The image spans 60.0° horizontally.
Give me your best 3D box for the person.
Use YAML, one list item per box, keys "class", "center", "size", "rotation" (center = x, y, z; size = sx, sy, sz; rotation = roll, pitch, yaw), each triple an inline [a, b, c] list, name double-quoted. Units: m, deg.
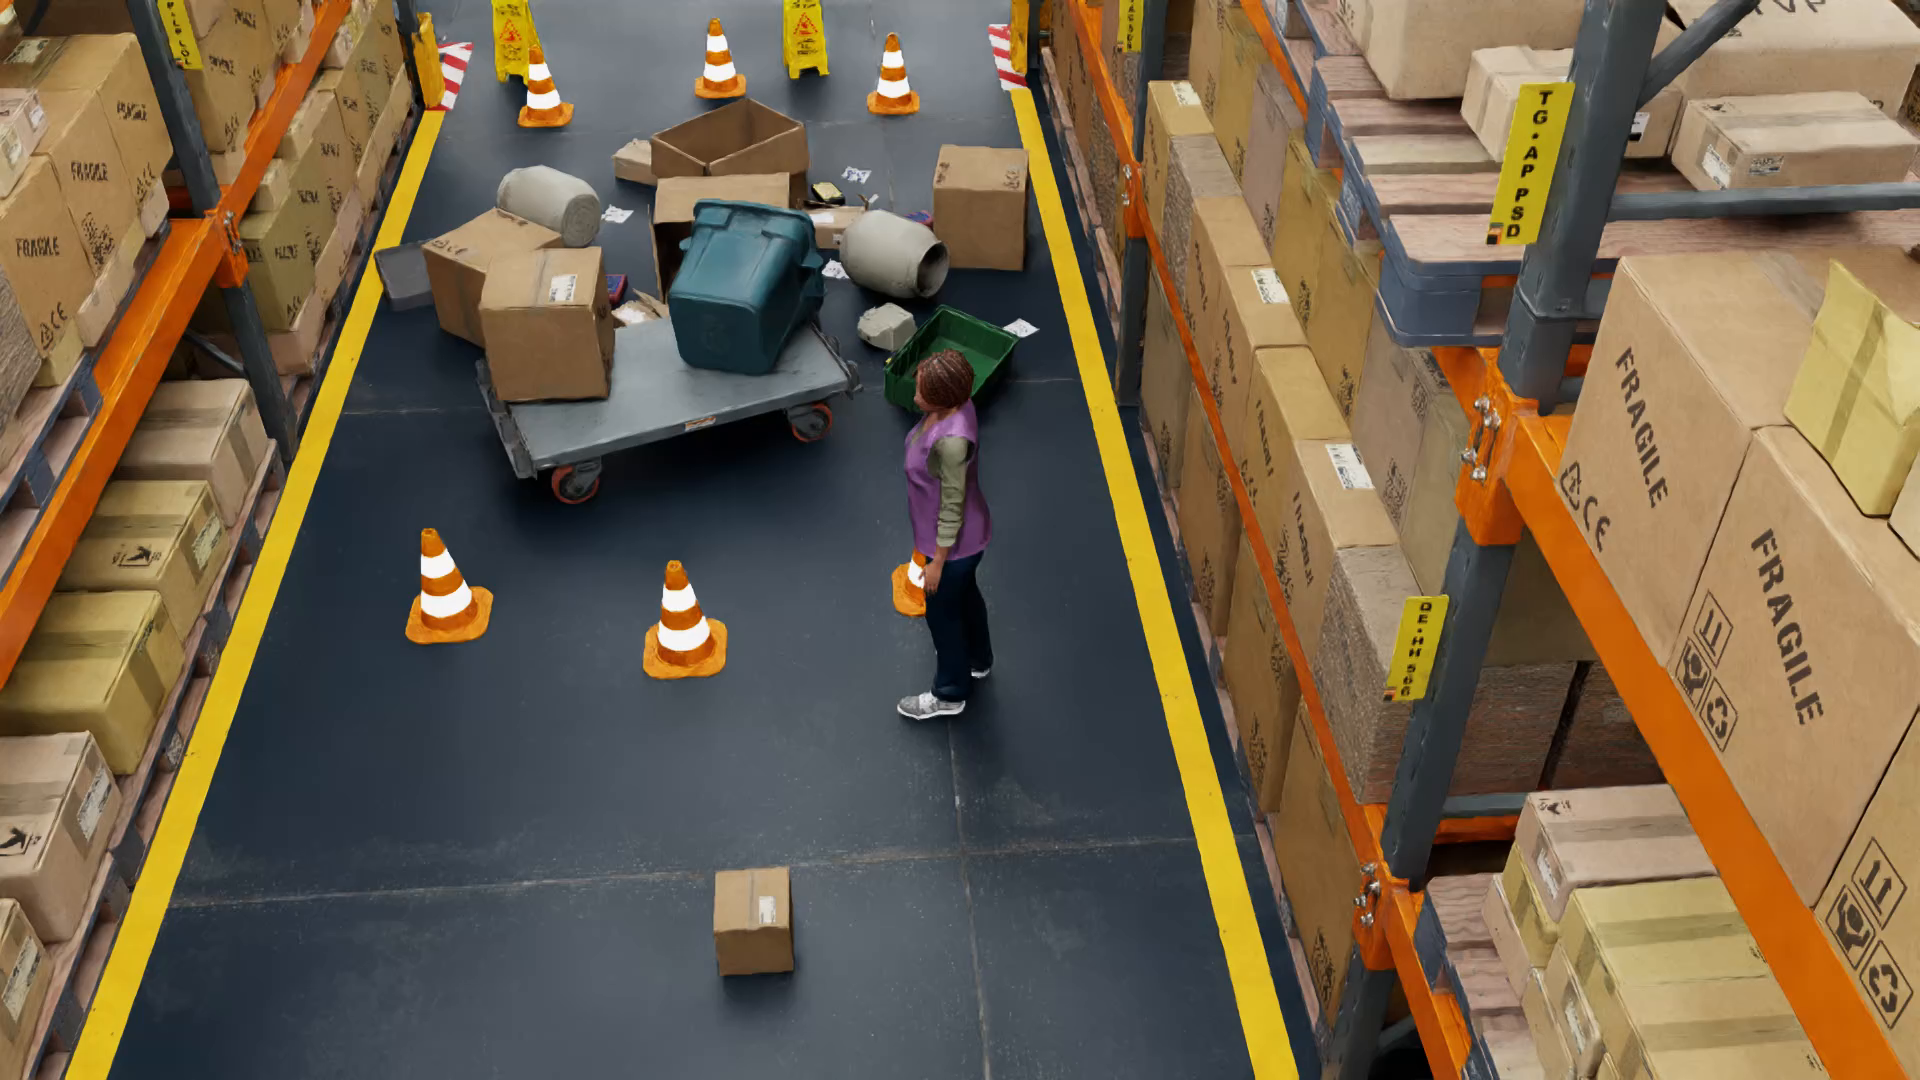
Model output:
- class: "person"
  center: [-0.055, -0.019, 6.147]
  size: [0.371, 1.601, 0.486]
  rotation: [2, 40, 2]
